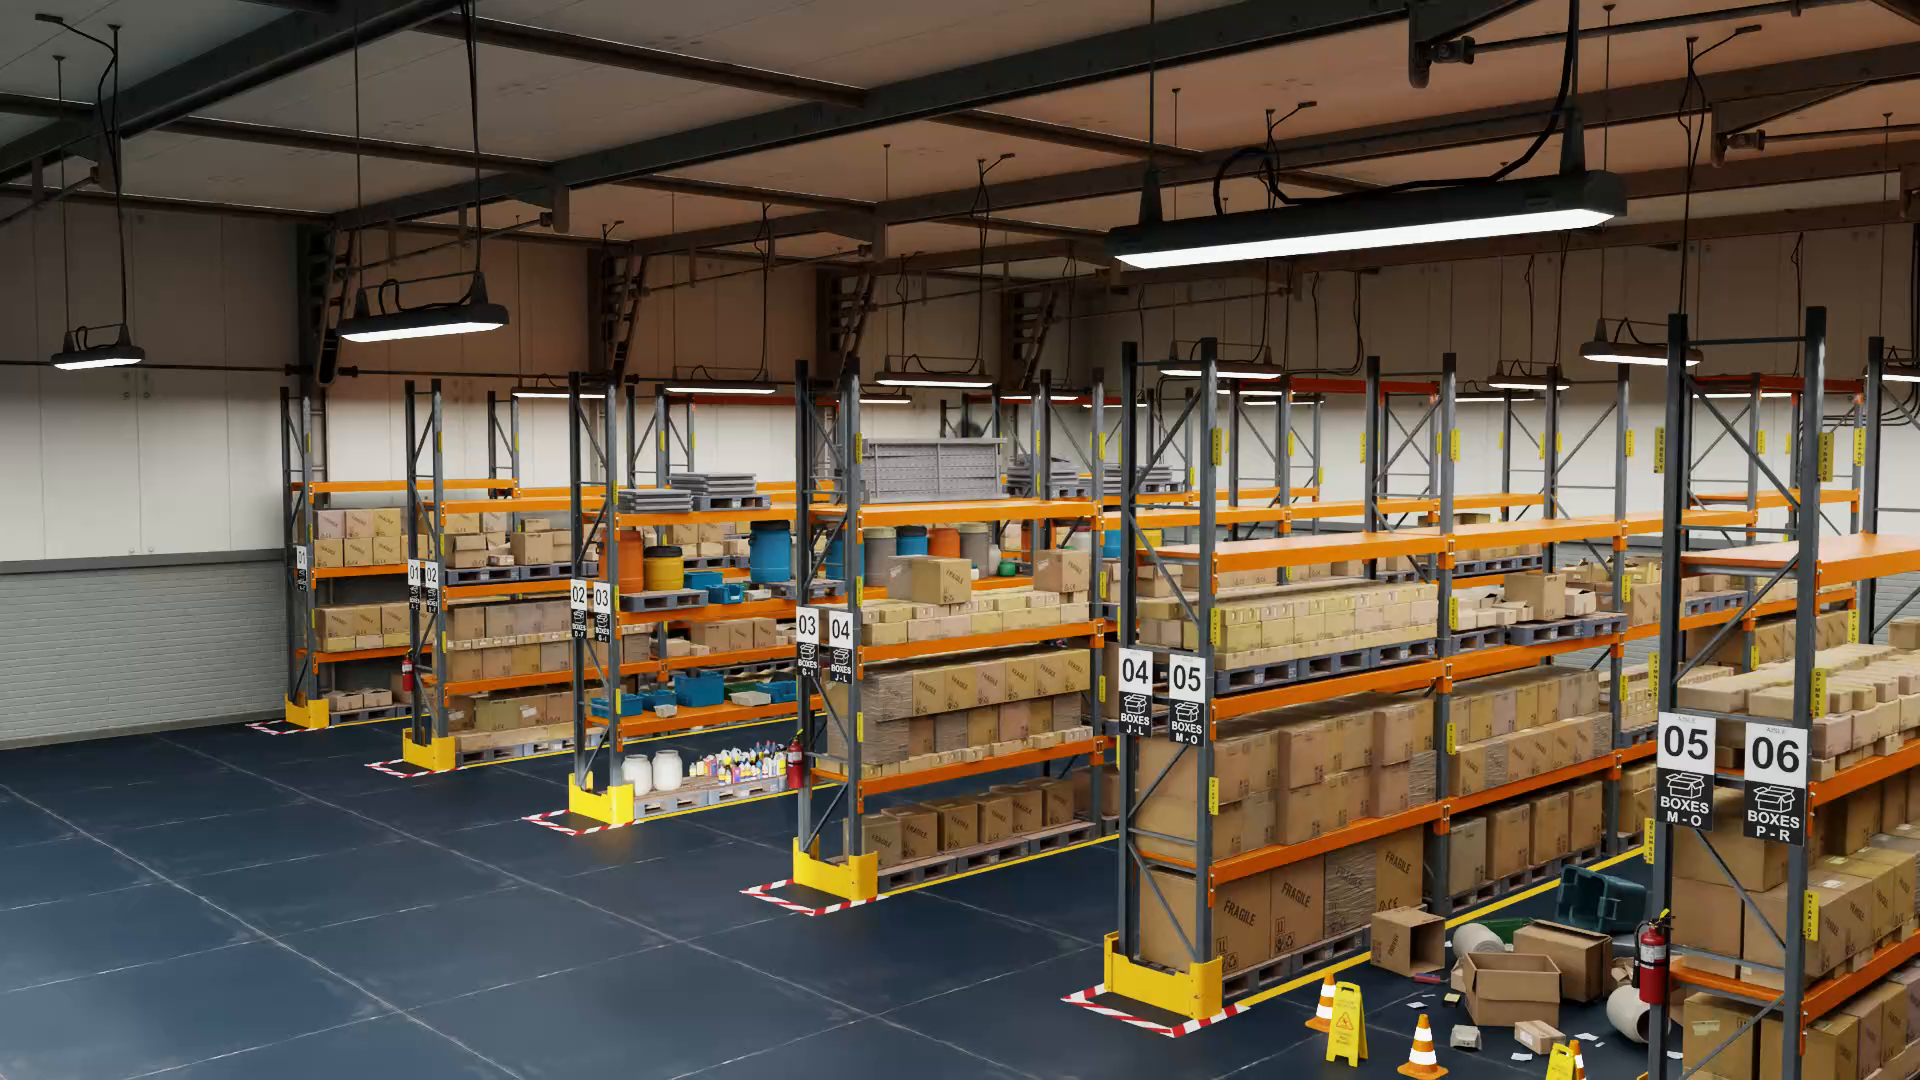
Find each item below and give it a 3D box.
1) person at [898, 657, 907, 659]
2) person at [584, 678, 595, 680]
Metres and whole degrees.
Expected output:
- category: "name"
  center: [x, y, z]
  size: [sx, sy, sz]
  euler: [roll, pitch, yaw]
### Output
- category: "person"
  center: [-1.269, 2.462, 29.144]
  size: [0.659, 1.674, 0.622]
  euler: [3, 4, 35]
- category: "person"
  center: [-6.680, 2.390, 29.832]
  size: [0.607, 1.739, 0.726]
  euler: [-3, 5, -42]
